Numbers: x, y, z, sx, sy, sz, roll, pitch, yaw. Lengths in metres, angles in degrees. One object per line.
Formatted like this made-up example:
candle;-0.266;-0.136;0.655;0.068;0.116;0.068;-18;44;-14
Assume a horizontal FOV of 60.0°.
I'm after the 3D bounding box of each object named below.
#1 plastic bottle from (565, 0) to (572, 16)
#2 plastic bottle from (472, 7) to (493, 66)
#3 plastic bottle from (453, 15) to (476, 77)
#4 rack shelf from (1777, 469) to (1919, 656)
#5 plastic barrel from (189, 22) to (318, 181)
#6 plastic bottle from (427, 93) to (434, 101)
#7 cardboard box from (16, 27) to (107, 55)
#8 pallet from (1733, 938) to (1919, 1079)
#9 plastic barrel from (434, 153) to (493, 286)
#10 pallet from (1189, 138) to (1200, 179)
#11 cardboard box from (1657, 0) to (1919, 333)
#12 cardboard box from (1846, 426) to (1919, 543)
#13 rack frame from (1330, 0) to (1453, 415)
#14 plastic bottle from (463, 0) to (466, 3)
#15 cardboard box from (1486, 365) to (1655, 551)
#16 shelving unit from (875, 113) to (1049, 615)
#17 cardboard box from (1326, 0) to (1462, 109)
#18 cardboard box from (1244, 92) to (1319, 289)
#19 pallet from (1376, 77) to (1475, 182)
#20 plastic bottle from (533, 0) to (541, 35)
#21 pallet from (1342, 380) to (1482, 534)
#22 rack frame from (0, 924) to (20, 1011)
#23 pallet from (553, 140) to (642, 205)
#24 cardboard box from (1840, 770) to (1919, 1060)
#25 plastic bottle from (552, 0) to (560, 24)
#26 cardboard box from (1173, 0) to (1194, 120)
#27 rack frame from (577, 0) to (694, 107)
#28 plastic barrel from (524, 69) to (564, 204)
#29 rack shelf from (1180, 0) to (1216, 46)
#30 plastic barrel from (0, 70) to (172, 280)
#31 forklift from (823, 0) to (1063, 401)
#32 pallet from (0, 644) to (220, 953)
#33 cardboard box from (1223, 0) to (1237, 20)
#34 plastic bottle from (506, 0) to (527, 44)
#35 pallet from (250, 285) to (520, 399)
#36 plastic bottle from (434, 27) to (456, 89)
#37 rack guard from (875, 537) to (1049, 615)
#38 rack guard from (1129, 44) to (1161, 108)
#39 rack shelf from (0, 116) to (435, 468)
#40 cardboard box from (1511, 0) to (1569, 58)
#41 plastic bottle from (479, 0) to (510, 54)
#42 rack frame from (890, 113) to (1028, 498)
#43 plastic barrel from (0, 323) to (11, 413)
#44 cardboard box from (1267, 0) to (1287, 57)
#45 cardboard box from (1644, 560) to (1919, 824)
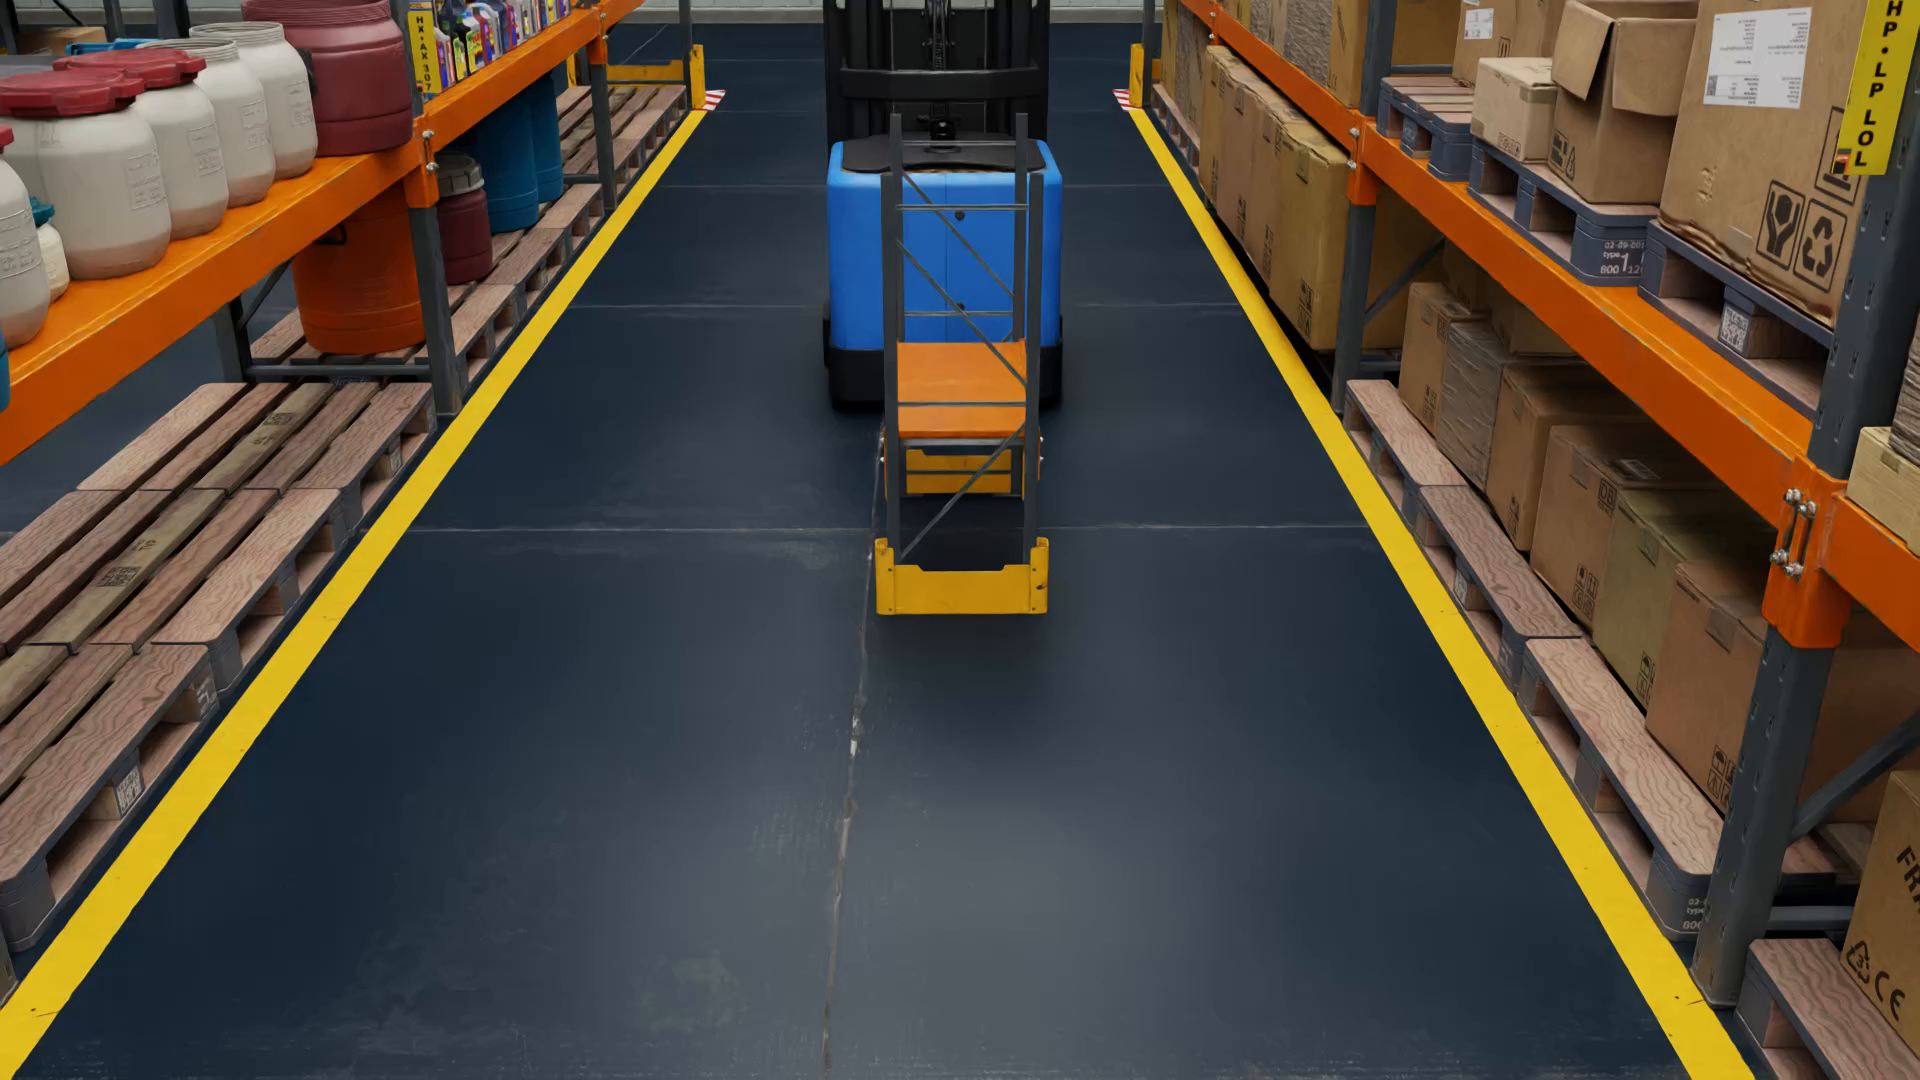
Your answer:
plastic bottle;-2.477;-3.365;10.202;0.152;0.276;0.135;0;24;-1
plastic bottle;-2.409;-2.538;8.362;0.061;0.283;0.133;0;24;-1
plastic bottle;-2.405;-2.402;8.064;0.061;0.283;0.133;0;24;-1
rack shelf;2.258;0.843;1.619;1.077;0.370;4.000;0;24;-1
plastic barrel;-2.536;-1.563;5.930;0.421;0.512;0.421;0;24;0
plastic bottle;-2.416;-2.104;7.418;0.097;0.271;0.097;0;24;0
cardboard box;-7.549;-4.049;14.062;0.500;0.500;0.500;0;24;-1
pallet;2.278;1.238;3.256;1.003;0.211;1.213;0;24;-1
plastic barrel;-2.795;-1.694;8.773;0.600;0.588;0.708;0;24;-1
pallet;2.218;-2.648;11.850;1.003;0.211;1.213;0;24;-1
cardboard box;2.367;-1.101;3.808;1.000;1.000;1.000;0;24;0
cardboard box;1.937;-0.104;3.145;0.380;0.149;0.250;0;24;-1
rack frame;2.192;-1.957;6.937;1.000;3.000;0.127;0;24;-1
plastic bottle;-3.124;-3.397;10.181;0.144;0.351;0.185;0;24;-1
cardboard box;2.251;-0.280;5.729;0.700;0.500;0.500;2;24;4
shelving unit;0.001;-0.652;5.871;0.587;1.500;1.083;0;24;-1
cardboard box;1.939;-2.205;7.363;0.500;0.500;0.500;0;24;1
cardboard box;2.203;-1.832;8.729;1.225;0.875;0.875;0;24;0
pallet;2.306;-1.576;6.328;1.213;0.211;1.003;0;24;-1
plastic bottle;-2.467;-3.007;9.409;0.152;0.276;0.135;0;24;-1
pallet;2.199;-0.364;6.800;1.003;0.211;1.213;0;24;-1
rack frame;-2.717;-0.286;3.243;1.000;3.000;0.127;0;24;-1
pallet;-2.851;-2.615;11.776;1.003;0.211;1.213;0;24;-1
cardboard box;2.200;0.804;3.356;0.500;0.500;0.500;-1;24;-2
plastic bottle;-2.473;-3.215;9.869;0.152;0.276;0.135;0;24;-1
cardboard box;2.202;-3.838;13.166;0.875;0.875;0.875;0;24;-1
rack frame;-2.848;-5.231;14.176;1.000;3.000;0.127;0;24;-1
plastic barrel;-2.815;-2.594;10.382;0.600;0.901;0.708;0;24;-1
rack shelf;2.127;-4.102;12.552;1.077;0.370;4.000;0;24;-1
plastic barrel;-2.516;-1.046;4.758;0.433;0.535;0.433;0;24;0
forklift;-0.124;-2.523;8.271;1.130;2.935;3.031;-1;24;-2
pallet;-2.764;0.661;4.533;1.003;0.211;1.213;0;24;-1
cardboard box;1.903;-3.460;10.139;0.500;0.500;0.500;0;24;0
plastic bottle;-2.463;-2.856;9.076;0.152;0.276;0.135;0;24;-1
pallet;-2.811;-0.989;8.180;1.003;0.211;1.213;0;24;-1
plastic bottle;-2.447;-2.249;7.732;0.152;0.276;0.135;0;24;-1
rack guard;0.006;0.123;5.675;0.587;0.250;0.087;0;24;-1
rack guard;2.105;-4.124;14.763;1.175;0.500;0.348;0;24;-1
rack shelf;-2.739;-0.783;5.214;1.077;0.370;4.000;0;24;-1
cardboard box;2.344;-1.742;5.831;0.700;0.500;0.500;3;25;7
plastic bottle;-2.455;-2.729;8.704;0.144;0.351;0.185;0;24;-1
rack frame;-0.005;-0.858;6.326;0.500;1.500;0.032;0;24;-1
plastic barrel;-2.418;-0.675;3.495;0.600;0.901;0.708;0;24;-1
cardboard box;1.926;-2.834;8.754;0.500;0.500;0.500;0;24;0
cardboard box;2.251;0.377;4.277;0.700;0.500;0.500;-2;24;-5
